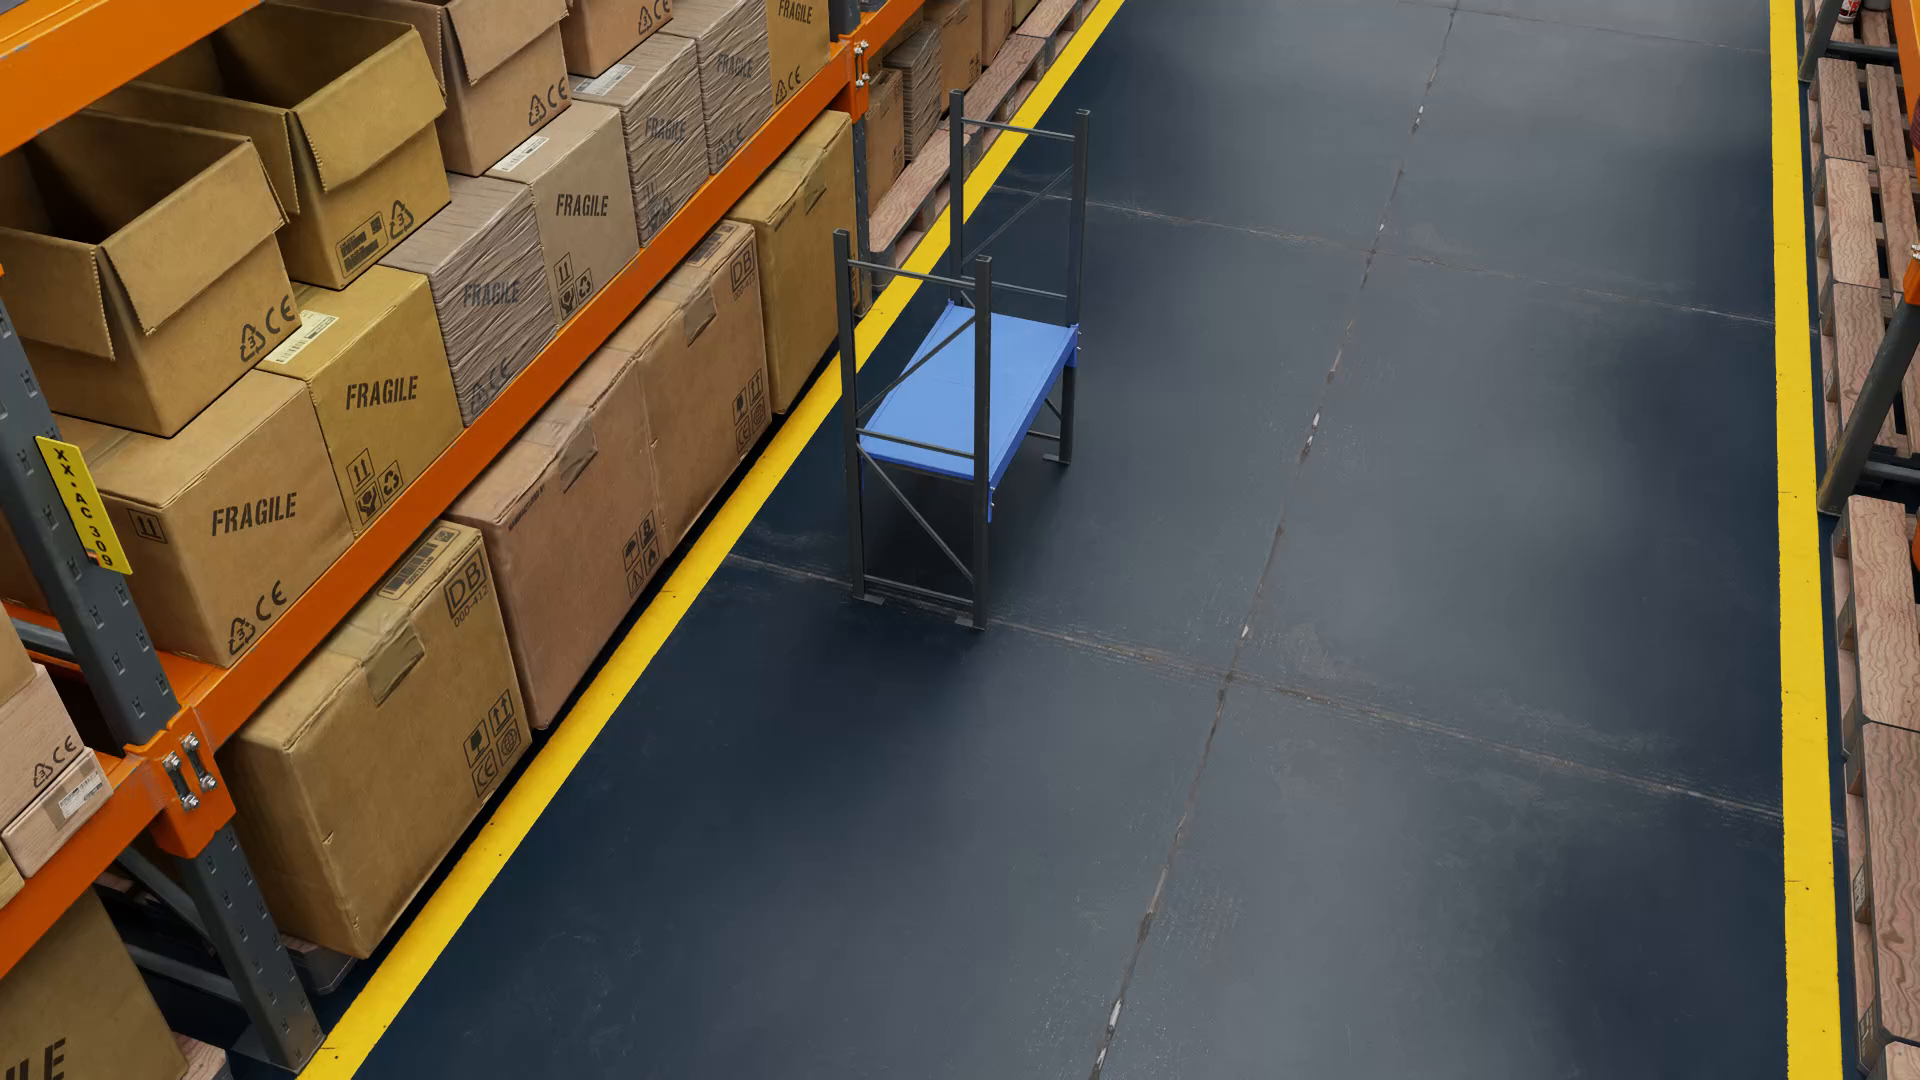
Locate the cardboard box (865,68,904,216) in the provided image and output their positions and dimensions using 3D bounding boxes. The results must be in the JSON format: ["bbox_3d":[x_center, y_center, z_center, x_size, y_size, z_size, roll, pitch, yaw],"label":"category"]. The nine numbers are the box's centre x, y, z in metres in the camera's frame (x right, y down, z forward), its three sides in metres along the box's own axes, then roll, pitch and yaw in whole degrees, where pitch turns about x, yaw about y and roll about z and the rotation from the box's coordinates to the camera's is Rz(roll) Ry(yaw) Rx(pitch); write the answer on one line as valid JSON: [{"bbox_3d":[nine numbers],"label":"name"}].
[{"bbox_3d":[-0.673,-1.896,7.749,0.700,0.500,0.500,11,42,13],"label":"cardboard box"}]

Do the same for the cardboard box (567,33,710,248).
[{"bbox_3d":[-1.170,-1.329,5.419,0.500,0.500,0.500,12,42,14],"label":"cardboard box"}]

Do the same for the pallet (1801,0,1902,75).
[{"bbox_3d":[5.408,-2.947,9.541,1.003,0.211,1.213,13,42,15],"label":"pallet"}]

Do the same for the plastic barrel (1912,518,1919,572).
[{"bbox_3d":[3.620,-0.200,5.521,0.600,0.830,0.708,13,42,15],"label":"plastic barrel"}]

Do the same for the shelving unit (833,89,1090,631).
[{"bbox_3d":[0.029,-0.623,5.824,0.538,1.500,1.048,13,42,15],"label":"shelving unit"}]

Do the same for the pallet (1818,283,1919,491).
[{"bbox_3d":[4.072,-0.571,6.756,1.003,0.211,1.213,13,42,15],"label":"pallet"}]

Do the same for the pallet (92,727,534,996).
[{"bbox_3d":[-2.058,0.746,5.213,1.003,0.211,1.213,13,42,15],"label":"pallet"}]

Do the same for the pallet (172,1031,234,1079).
[{"bbox_3d":[-2.585,1.680,4.118,1.003,0.211,1.213,13,42,15],"label":"pallet"}]

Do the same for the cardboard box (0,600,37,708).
[{"bbox_3d":[-2.157,0.171,3.047,0.500,0.500,0.500,14,43,16],"label":"cardboard box"}]

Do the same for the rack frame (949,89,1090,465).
[{"bbox_3d":[0.203,-0.933,6.188,0.500,1.500,0.032,13,42,15],"label":"rack frame"}]

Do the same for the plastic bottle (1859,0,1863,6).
[{"bbox_3d":[5.088,-3.224,9.419,0.144,0.351,0.185,12,42,14],"label":"plastic bottle"}]

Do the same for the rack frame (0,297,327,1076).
[{"bbox_3d":[-2.251,0.173,3.736,1.000,3.000,0.127,13,42,15],"label":"rack frame"}]

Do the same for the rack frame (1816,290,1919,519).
[{"bbox_3d":[3.771,-1.168,5.308,1.000,3.000,0.127,13,42,15],"label":"rack frame"}]

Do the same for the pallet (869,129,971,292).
[{"bbox_3d":[-0.615,-1.682,8.059,1.003,0.211,1.213,13,42,15],"label":"pallet"}]

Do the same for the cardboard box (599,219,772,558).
[{"bbox_3d":[-1.451,-0.660,6.026,1.225,0.875,0.875,13,42,15],"label":"cardboard box"}]

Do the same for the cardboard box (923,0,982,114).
[{"bbox_3d":[-0.308,-2.585,8.556,0.700,0.500,0.500,17,43,19],"label":"cardboard box"}]

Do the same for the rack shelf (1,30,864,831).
[{"bbox_3d":[-1.567,-0.773,5.400,1.077,0.370,4.000,13,42,15],"label":"rack shelf"}]

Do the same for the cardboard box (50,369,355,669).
[{"bbox_3d":[-1.859,-0.090,3.968,0.500,0.500,0.500,13,42,15],"label":"cardboard box"}]

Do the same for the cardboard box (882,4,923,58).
[{"bbox_3d":[-0.511,-2.510,7.890,0.500,0.250,0.500,18,44,20],"label":"cardboard box"}]

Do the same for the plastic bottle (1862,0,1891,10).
[{"bbox_3d":[5.224,-3.192,9.382,0.144,0.351,0.185,13,42,15],"label":"plastic bottle"}]

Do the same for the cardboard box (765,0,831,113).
[{"bbox_3d":[-0.819,-1.949,6.146,0.500,0.500,0.500,15,43,16],"label":"cardboard box"}]

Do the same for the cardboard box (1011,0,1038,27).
[{"bbox_3d":[0.074,-3.267,9.355,0.700,0.500,0.500,13,42,15],"label":"cardboard box"}]

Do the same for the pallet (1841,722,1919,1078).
[{"bbox_3d":[3.122,1.125,4.769,1.003,0.211,1.213,13,42,15],"label":"pallet"}]

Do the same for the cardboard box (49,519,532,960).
[{"bbox_3d":[-2.051,0.426,4.753,1.225,0.875,0.875,13,42,15],"label":"cardboard box"}]

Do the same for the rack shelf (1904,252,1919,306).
[{"bbox_3d":[3.087,0.326,4.111,1.077,0.370,4.000,13,42,15],"label":"rack shelf"}]

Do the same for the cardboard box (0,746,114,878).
[{"bbox_3d":[-2.048,0.527,3.515,0.380,0.149,0.250,14,42,15],"label":"cardboard box"}]

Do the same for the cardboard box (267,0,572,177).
[{"bbox_3d":[-1.597,-1.437,4.773,0.797,0.503,0.637,15,43,16],"label":"cardboard box"}]

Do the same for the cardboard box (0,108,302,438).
[{"bbox_3d":[-2.040,-0.638,3.837,0.797,0.503,0.637,12,42,14],"label":"cardboard box"}]

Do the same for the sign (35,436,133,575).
[{"bbox_3d":[-1.729,-0.064,3.287,0.100,0.325,0.005,13,42,15],"label":"sign"}]

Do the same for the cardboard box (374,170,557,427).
[{"bbox_3d":[-1.516,-0.702,4.685,0.500,0.500,0.500,12,42,14],"label":"cardboard box"}]

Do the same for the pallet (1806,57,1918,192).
[{"bbox_3d":[4.907,-2.059,8.501,1.003,0.211,1.213,13,42,15],"label":"pallet"}]
